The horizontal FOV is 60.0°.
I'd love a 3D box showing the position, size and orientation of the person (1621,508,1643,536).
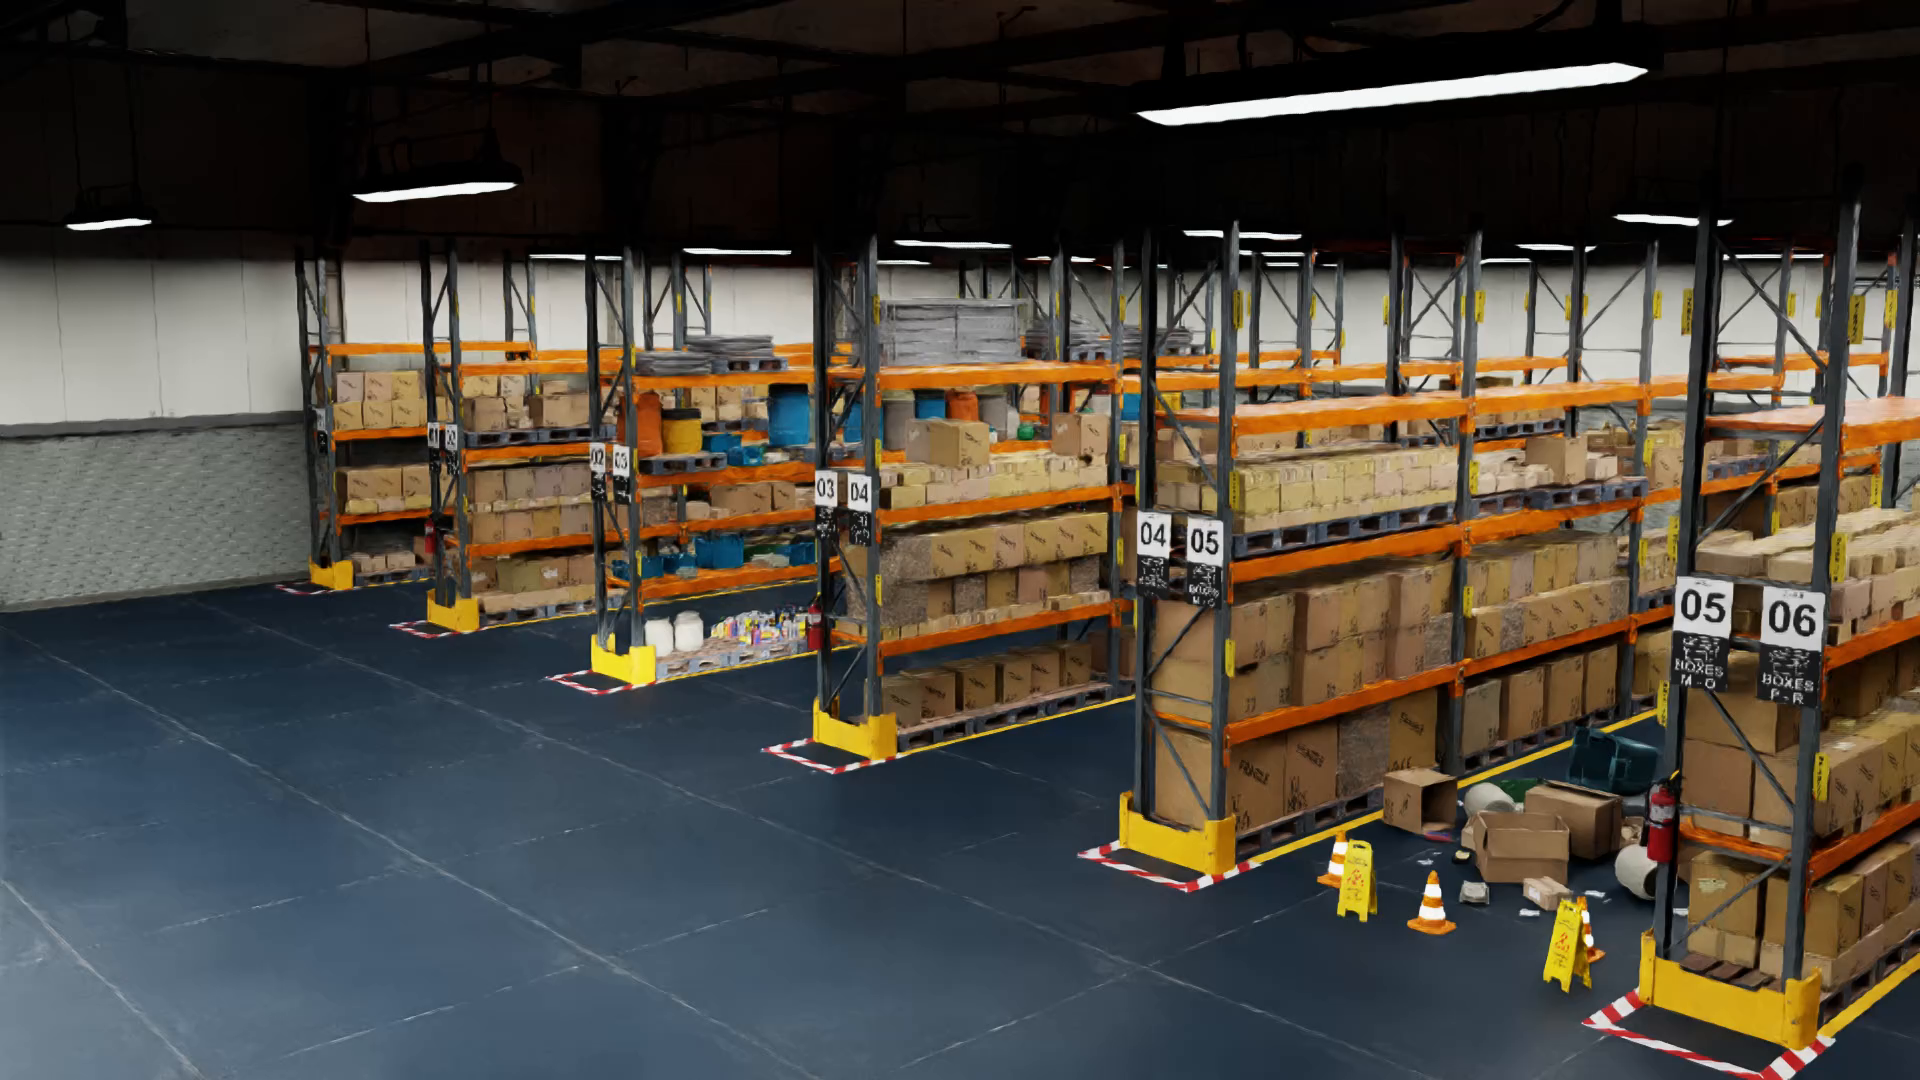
[{"bbox_3d":[11.716,0.142,29.036,0.565,1.550,0.500,-4,9,-26],"label":"person"}]
